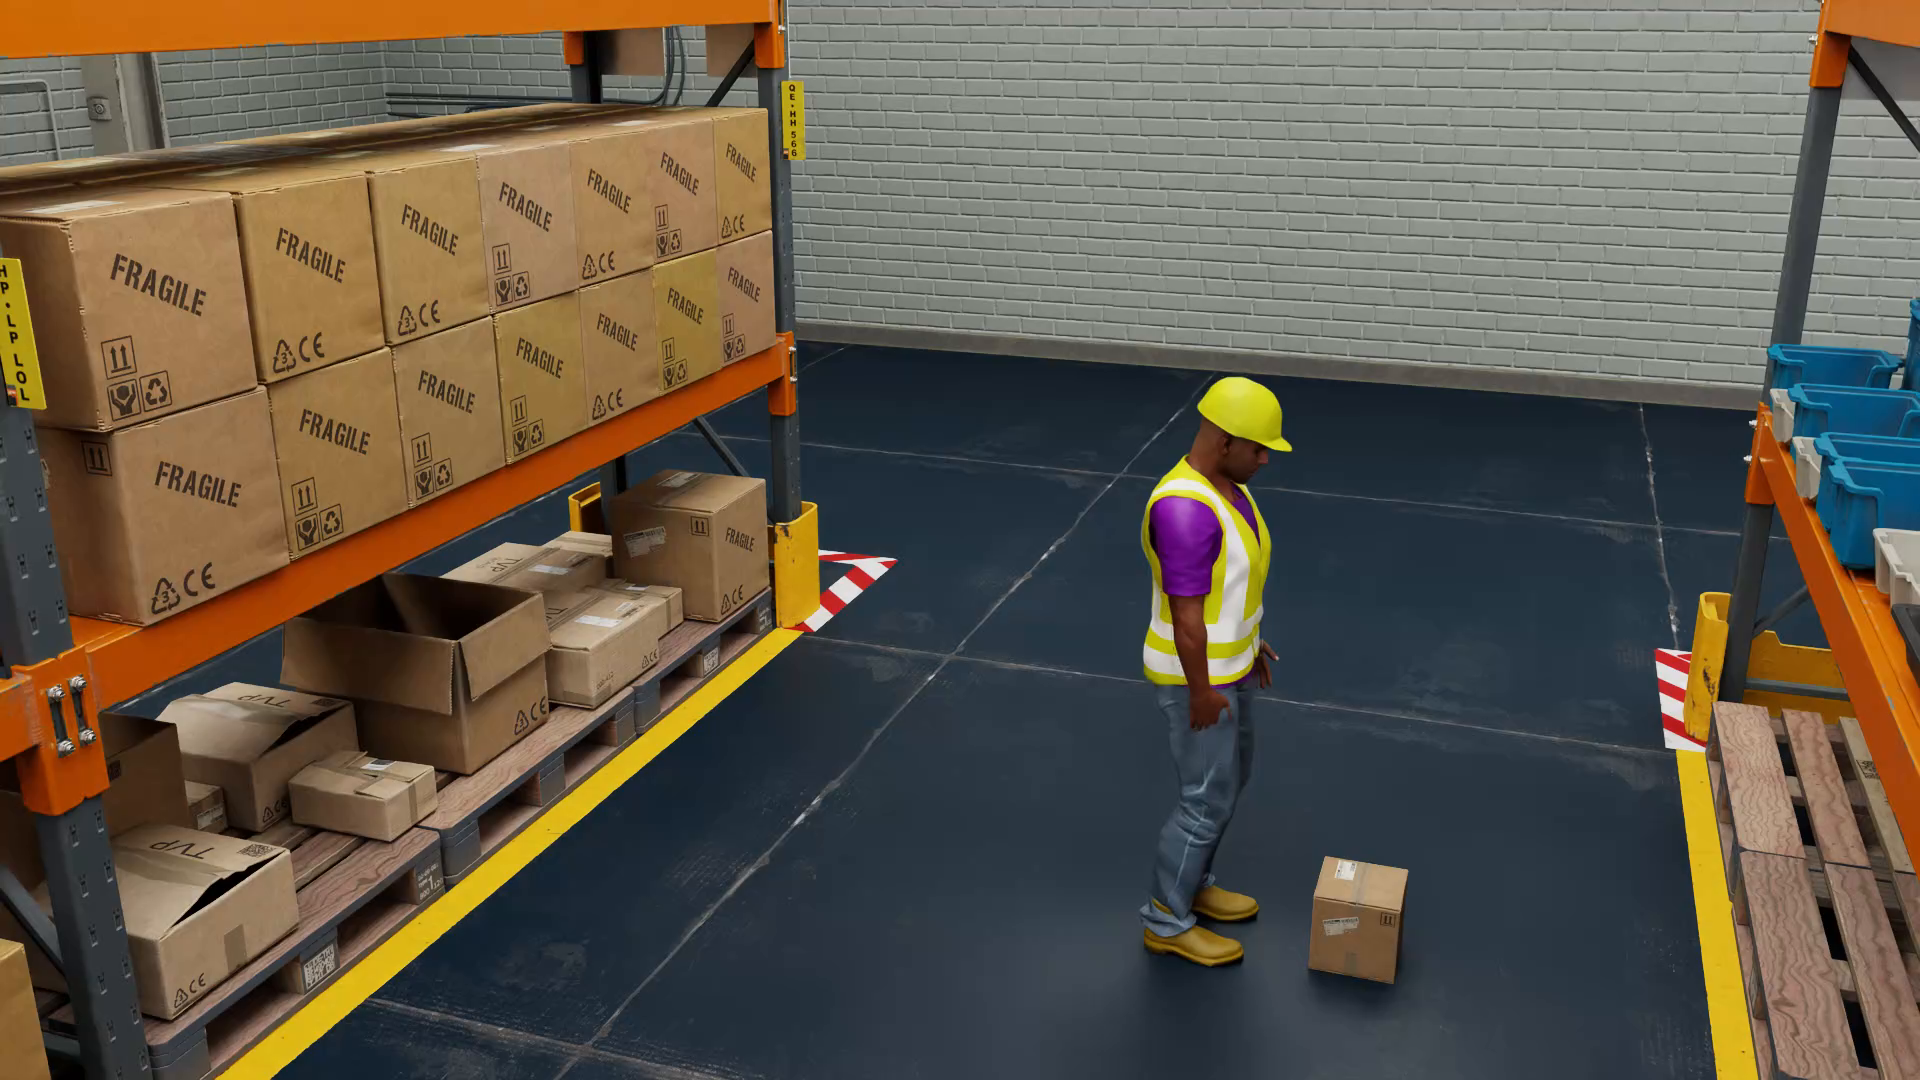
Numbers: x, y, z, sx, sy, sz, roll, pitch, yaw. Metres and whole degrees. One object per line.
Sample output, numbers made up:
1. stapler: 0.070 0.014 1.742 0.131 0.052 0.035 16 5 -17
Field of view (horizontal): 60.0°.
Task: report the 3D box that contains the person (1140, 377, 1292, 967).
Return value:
1. person: 0.745 0.374 4.928 0.384 1.751 0.573 7 20 19
